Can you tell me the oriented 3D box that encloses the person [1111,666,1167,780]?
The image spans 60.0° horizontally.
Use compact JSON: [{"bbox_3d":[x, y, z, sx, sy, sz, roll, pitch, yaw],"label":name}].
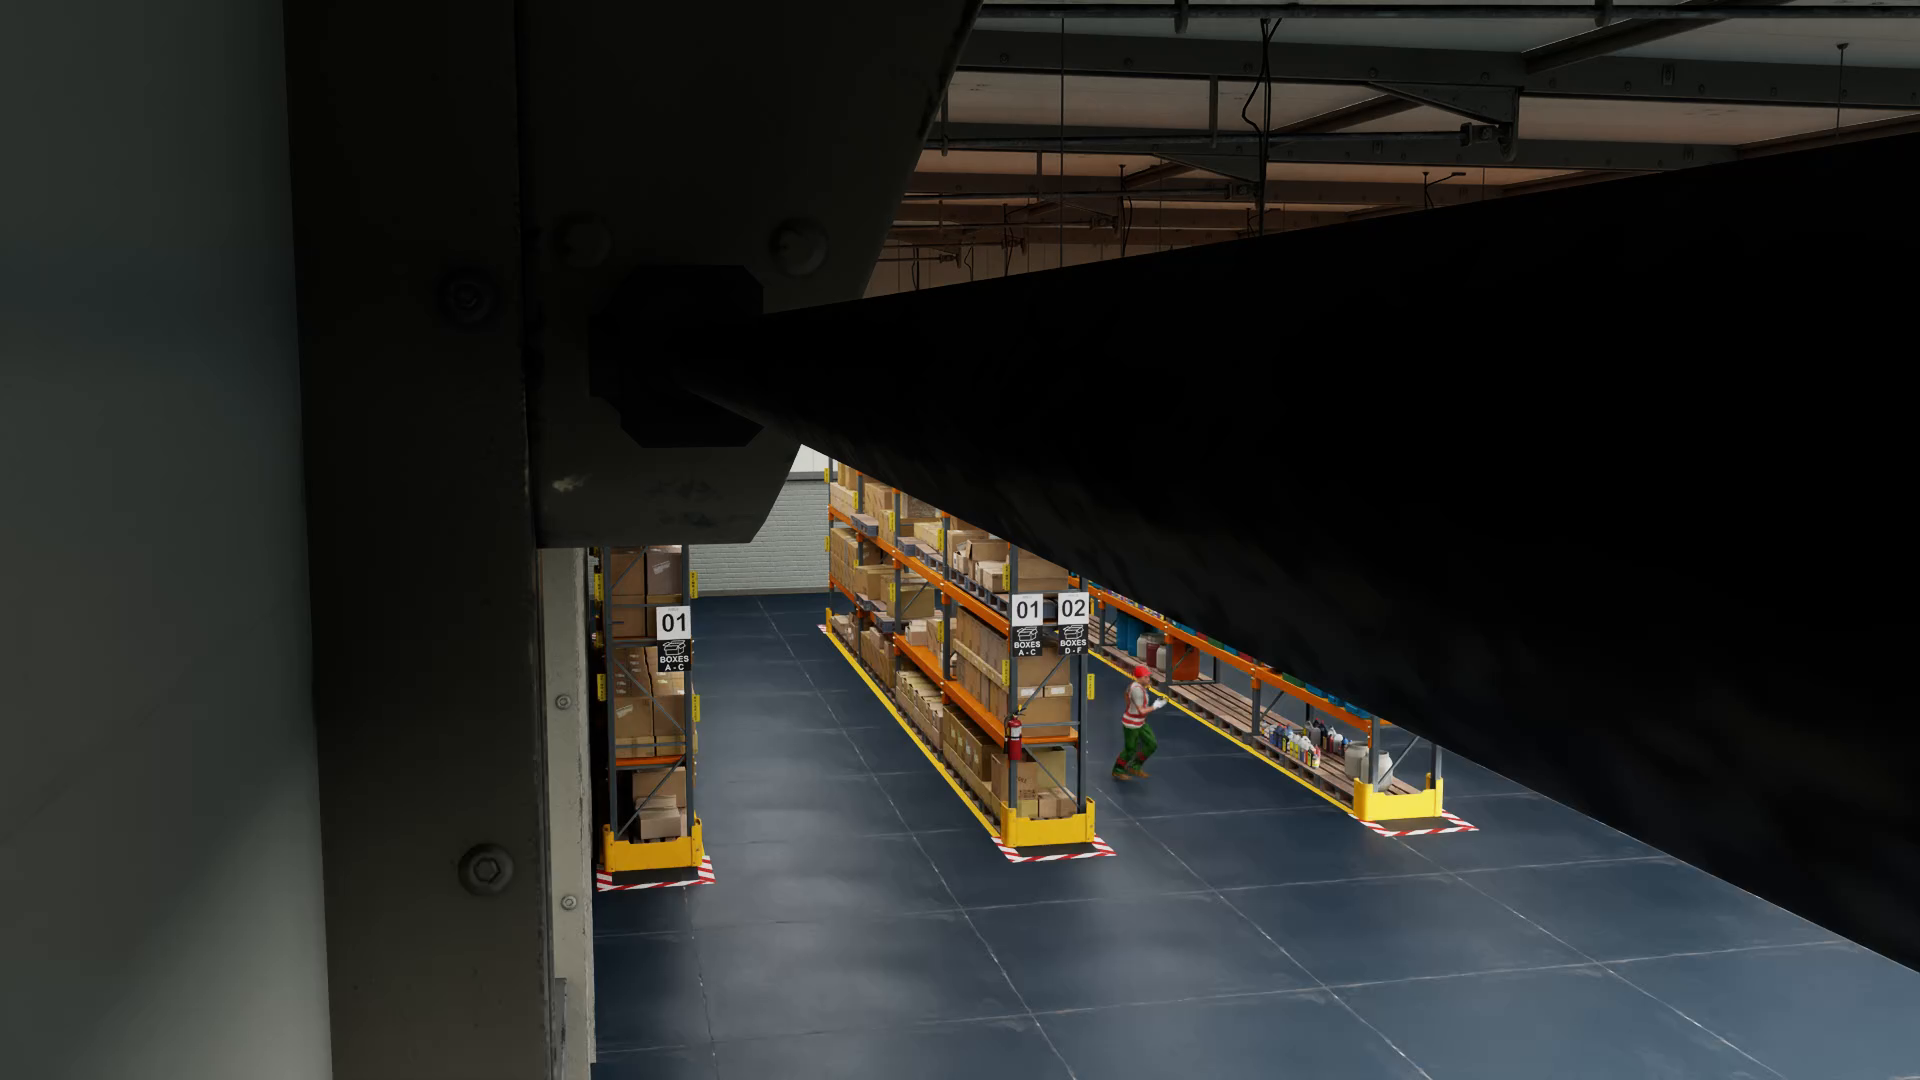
[{"bbox_3d":[2.534,2.654,23.817,0.873,1.742,0.578,4,8,28],"label":"person"}]
